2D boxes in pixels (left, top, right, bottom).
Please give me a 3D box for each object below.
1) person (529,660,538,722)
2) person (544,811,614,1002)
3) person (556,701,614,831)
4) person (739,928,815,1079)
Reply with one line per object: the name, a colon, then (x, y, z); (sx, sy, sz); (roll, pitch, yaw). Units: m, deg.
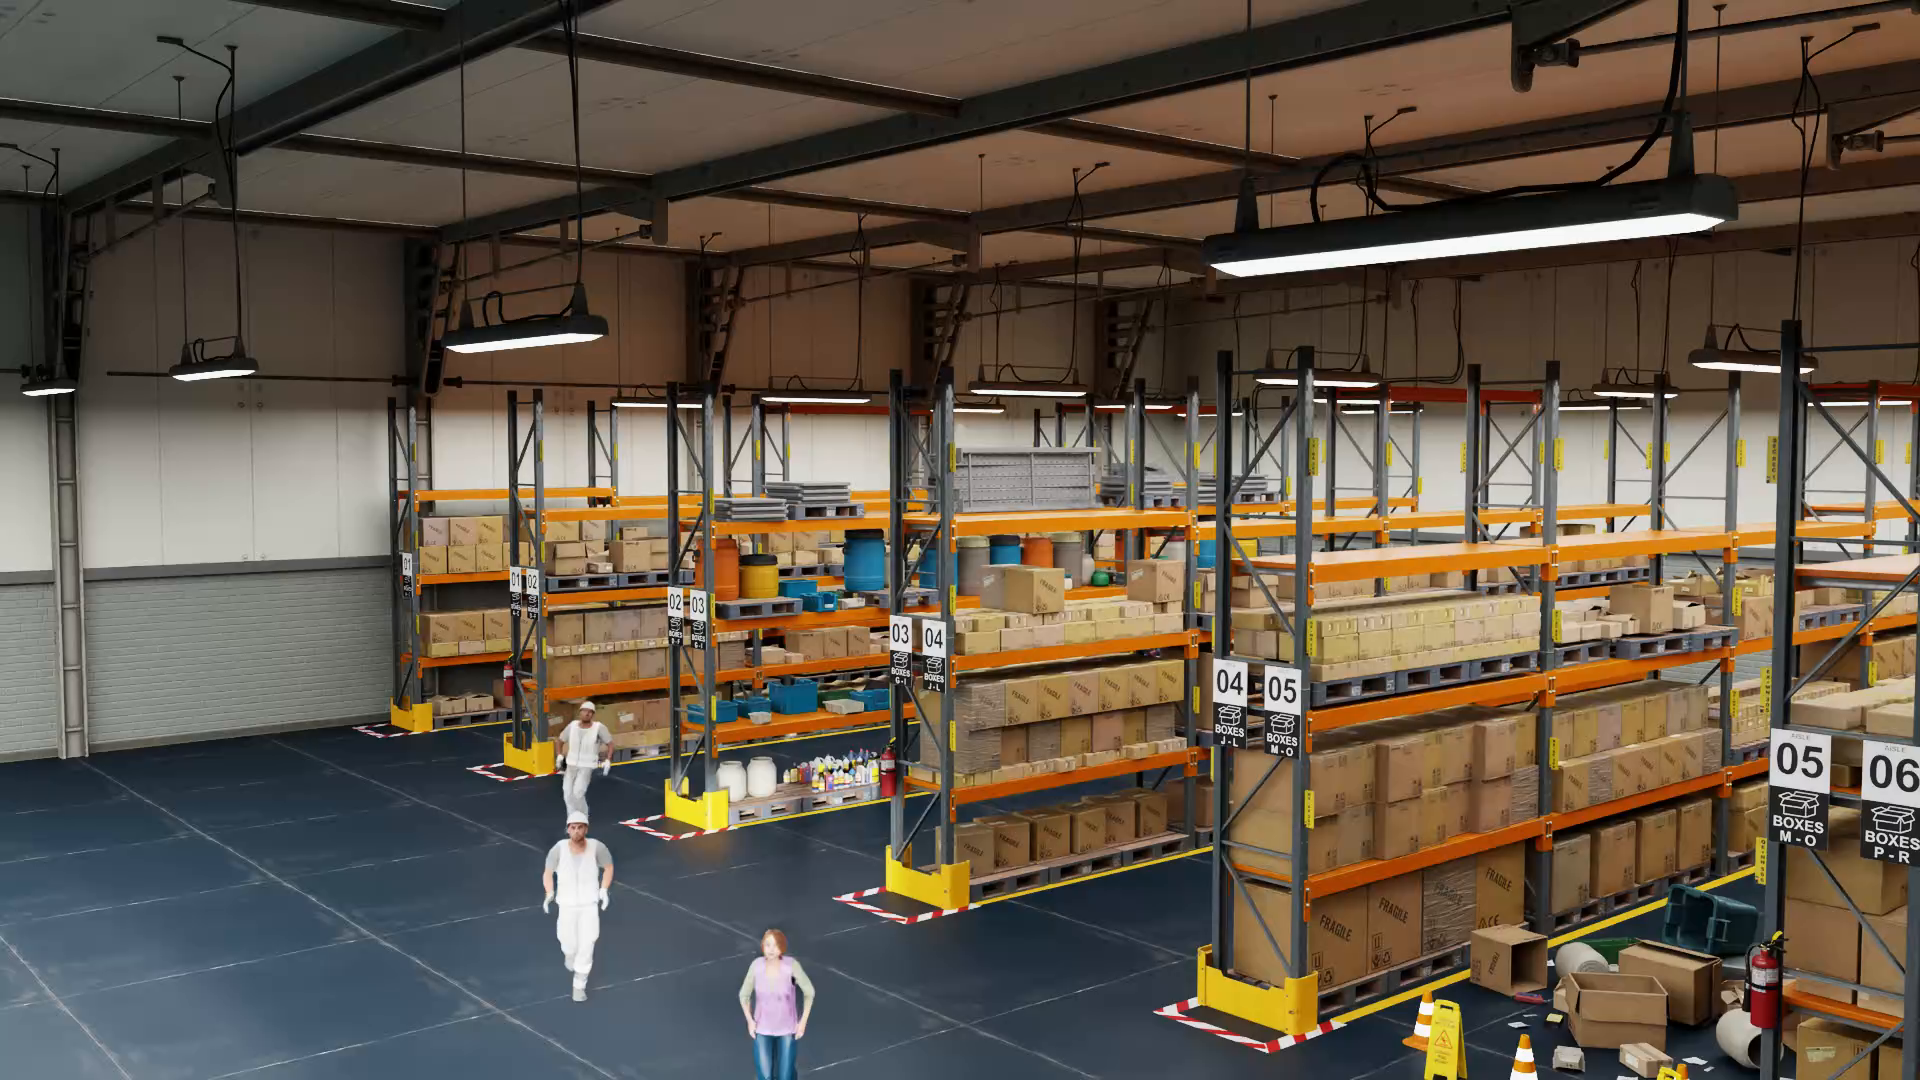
person: (-7.109, 2.734, 28.174); (0.648, 1.552, 0.559); (-3, 4, -41)
person: (-3.575, 3.389, 15.630); (0.646, 1.740, 0.702); (-1, 3, -12)
person: (-5.029, 3.010, 22.046); (0.745, 1.726, 0.574); (1, 3, 12)
person: (-1.375, 3.663, 12.493); (0.570, 1.559, 0.566); (0, 3, 1)
